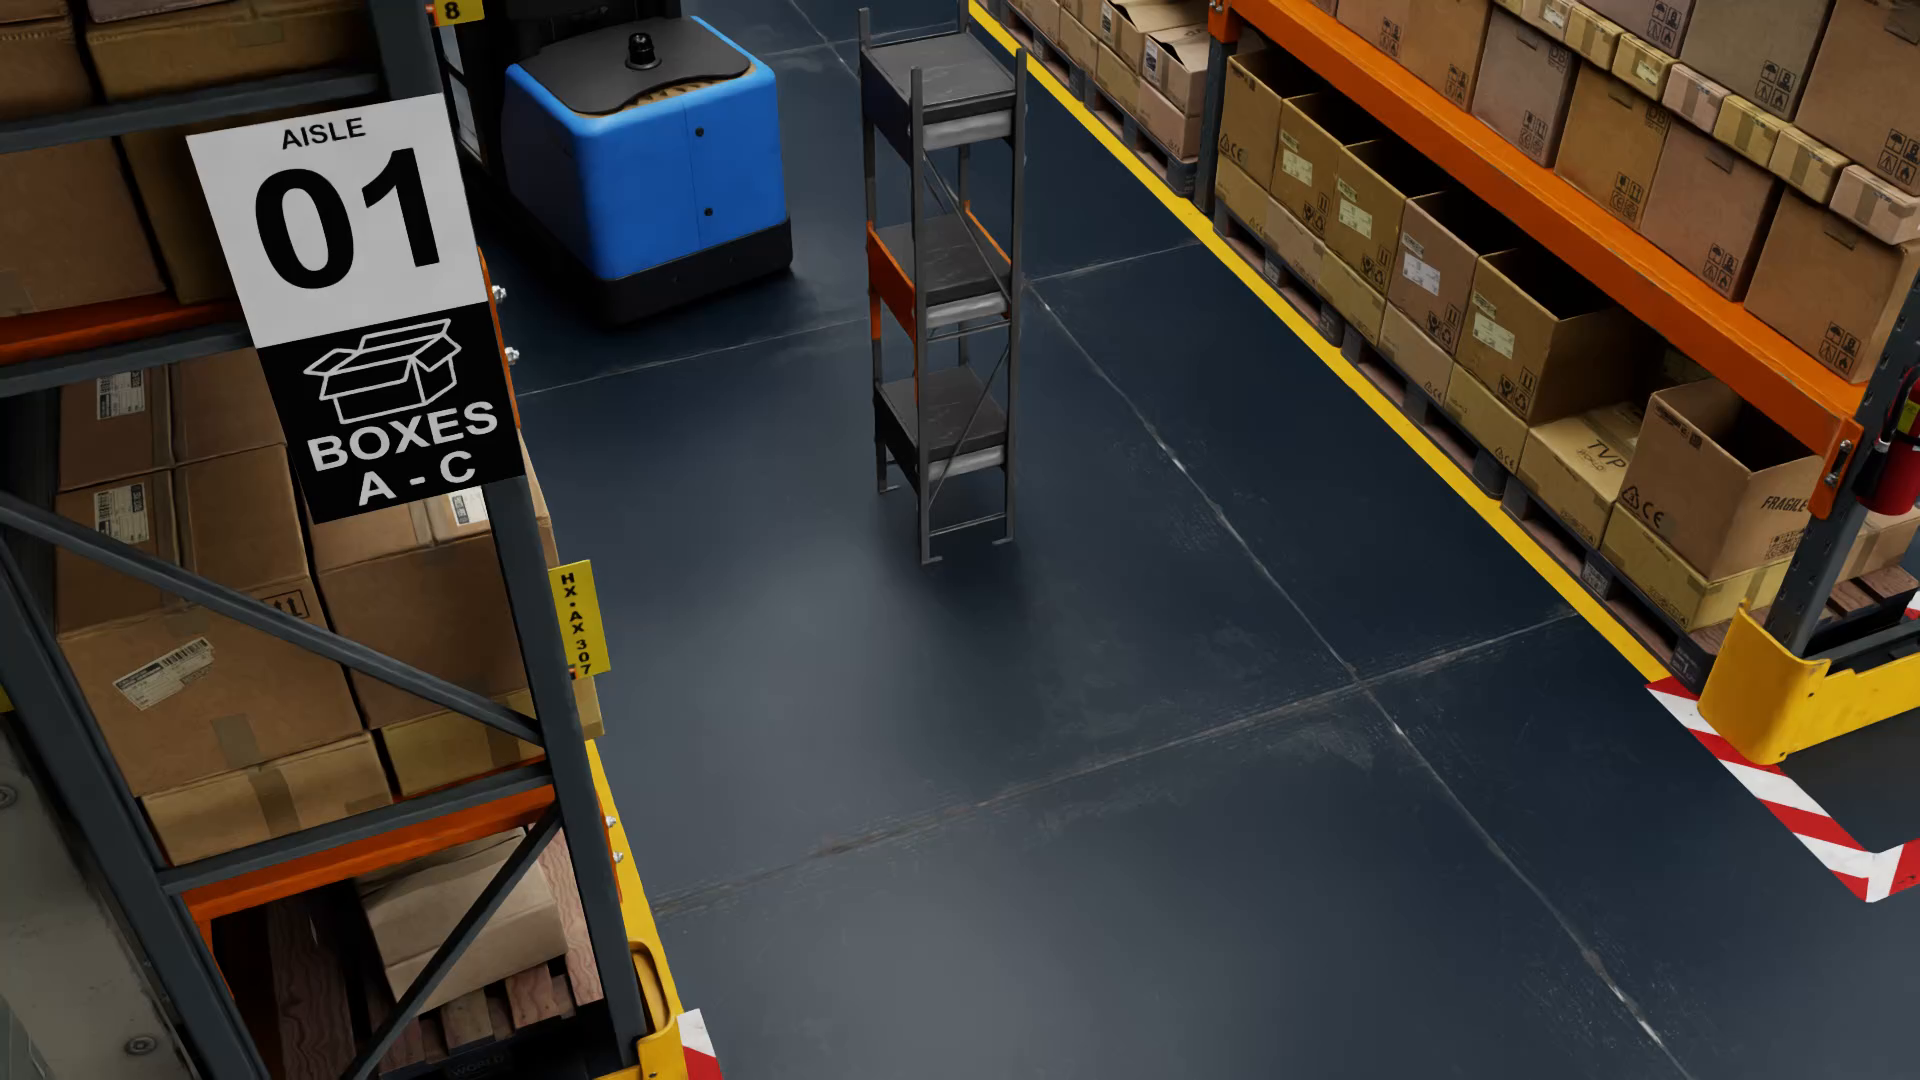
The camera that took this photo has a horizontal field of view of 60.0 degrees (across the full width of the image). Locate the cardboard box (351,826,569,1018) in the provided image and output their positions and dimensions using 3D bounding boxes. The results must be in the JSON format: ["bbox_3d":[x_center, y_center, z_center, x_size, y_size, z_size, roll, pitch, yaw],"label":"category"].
[{"bbox_3d":[-1.506,1.054,4.948,0.500,0.311,0.500,-20,45,-22],"label":"cardboard box"}]

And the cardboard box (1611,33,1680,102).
[{"bbox_3d":[2.534,-1.685,5.835,0.380,0.149,0.250,-14,43,-16],"label":"cardboard box"}]

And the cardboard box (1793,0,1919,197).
[{"bbox_3d":[3.064,-1.443,5.056,0.700,0.500,0.500,-15,43,-17],"label":"cardboard box"}]

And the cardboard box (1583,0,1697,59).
[{"bbox_3d":[2.664,-2.062,5.776,0.700,0.500,0.500,-15,43,-17],"label":"cardboard box"}]

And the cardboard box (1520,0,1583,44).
[{"bbox_3d":[2.333,-1.998,6.198,0.380,0.149,0.250,-16,43,-17],"label":"cardboard box"}]

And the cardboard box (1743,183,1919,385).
[{"bbox_3d":[3.084,-0.920,5.442,0.700,0.500,0.500,-15,43,-17],"label":"cardboard box"}]

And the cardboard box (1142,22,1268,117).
[{"bbox_3d":[1.301,-2.509,8.723,0.500,0.311,0.500,-15,43,-17],"label":"cardboard box"}]

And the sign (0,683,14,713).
[{"bbox_3d":[-1.845,0.208,3.077,0.100,0.325,0.005,-15,43,-17],"label":"sign"}]

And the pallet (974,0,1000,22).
[{"bbox_3d":[0.469,-3.854,11.069,1.003,0.211,1.213,-15,43,-17],"label":"pallet"}]

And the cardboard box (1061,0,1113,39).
[{"bbox_3d":[0.907,-3.122,9.436,0.500,0.311,0.500,-15,43,-17],"label":"cardboard box"}]

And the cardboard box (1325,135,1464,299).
[{"bbox_3d":[1.991,-1.448,7.345,0.500,0.500,0.500,-15,43,-17],"label":"cardboard box"}]

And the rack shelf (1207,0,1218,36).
[{"bbox_3d":[0.955,-3.939,9.582,1.077,0.370,4.000,-15,43,-17],"label":"rack shelf"}]

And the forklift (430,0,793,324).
[{"bbox_3d":[-2.089,-3.048,8.046,1.130,2.935,3.031,-25,46,-26],"label":"forklift"}]

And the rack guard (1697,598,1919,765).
[{"bbox_3d":[3.260,0.365,5.942,1.175,0.500,0.348,-15,43,-17],"label":"rack guard"}]

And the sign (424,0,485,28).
[{"bbox_3d":[-0.823,-0.963,2.599,0.100,0.325,0.005,-15,43,-17],"label":"sign"}]

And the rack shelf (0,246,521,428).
[{"bbox_3d":[-2.090,-1.429,4.362,1.077,0.370,4.000,-15,43,-17],"label":"rack shelf"}]

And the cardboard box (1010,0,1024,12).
[{"bbox_3d":[0.517,-3.530,10.341,0.500,0.250,0.500,-16,43,-18],"label":"cardboard box"}]

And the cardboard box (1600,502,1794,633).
[{"bbox_3d":[2.773,0.037,6.194,0.500,0.250,0.500,-15,43,-17],"label":"cardboard box"}]

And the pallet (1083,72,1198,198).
[{"bbox_3d":[1.403,-2.384,9.360,1.003,0.211,1.213,-15,43,-17],"label":"pallet"}]

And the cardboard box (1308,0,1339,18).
[{"bbox_3d":[1.896,-2.779,7.604,0.700,0.500,0.500,-16,43,-18],"label":"cardboard box"}]

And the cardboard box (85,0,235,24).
[{"bbox_3d":[-1.247,-1.214,2.701,0.500,0.500,0.500,-18,44,-20],"label":"cardboard box"}]

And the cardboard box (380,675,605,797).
[{"bbox_3d":[-1.218,0.317,4.181,0.500,0.250,0.500,-16,43,-18],"label":"cardboard box"}]

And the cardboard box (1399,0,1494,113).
[{"bbox_3d":[2.292,-2.160,6.884,0.700,0.500,0.500,-14,43,-16],"label":"cardboard box"}]

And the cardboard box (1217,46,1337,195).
[{"bbox_3d":[1.609,-2.050,8.046,0.500,0.500,0.500,-15,43,-17],"label":"cardboard box"}]

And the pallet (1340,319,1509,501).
[{"bbox_3d":[2.457,-0.724,7.430,1.003,0.211,1.213,-15,43,-17],"label":"pallet"}]

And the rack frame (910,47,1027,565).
[{"bbox_3d":[0.030,-0.749,6.010,0.400,2.100,0.015,-15,43,-17],"label":"rack frame"}]

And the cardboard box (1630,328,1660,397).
[{"bbox_3d":[2.855,-0.976,6.796,0.500,0.500,0.500,-15,43,-17],"label":"cardboard box"}]

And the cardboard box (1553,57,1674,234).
[{"bbox_3d":[2.694,-1.535,6.158,0.700,0.500,0.500,-15,43,-17],"label":"cardboard box"}]

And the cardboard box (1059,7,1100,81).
[{"bbox_3d":[0.906,-2.914,9.625,0.500,0.250,0.500,-14,43,-16],"label":"cardboard box"}]

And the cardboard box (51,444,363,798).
[{"bbox_3d":[-1.701,0.175,3.771,0.500,0.500,0.500,-16,43,-17],"label":"cardboard box"}]

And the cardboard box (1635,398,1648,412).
[{"bbox_3d":[3.057,-0.393,6.693,0.500,0.250,0.500,-15,43,-17],"label":"cardboard box"}]

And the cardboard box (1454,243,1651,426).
[{"bbox_3d":[2.375,-0.846,6.645,0.500,0.500,0.500,-15,43,-17],"label":"cardboard box"}]

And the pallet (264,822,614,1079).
[{"bbox_3d":[-1.632,1.154,5.246,1.003,0.211,1.213,-15,43,-17],"label":"pallet"}]

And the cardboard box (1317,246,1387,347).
[{"bbox_3d":[1.991,-1.164,7.589,0.500,0.250,0.500,-15,43,-17],"label":"cardboard box"}]

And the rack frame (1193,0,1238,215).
[{"bbox_3d":[1.721,-3.007,7.946,1.000,3.000,0.127,-15,43,-17],"label":"rack frame"}]

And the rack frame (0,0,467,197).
[{"bbox_3d":[-1.324,-1.634,1.748,1.000,3.000,0.127,-15,43,-17],"label":"rack frame"}]

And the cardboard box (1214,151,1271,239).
[{"bbox_3d":[1.618,-1.769,8.293,0.500,0.250,0.500,-15,43,-17],"label":"cardboard box"}]

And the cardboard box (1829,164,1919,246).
[{"bbox_3d":[2.929,-1.064,5.112,0.380,0.149,0.250,-16,43,-18],"label":"cardboard box"}]

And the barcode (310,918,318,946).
[{"bbox_3d":[-1.882,1.140,4.842,0.001,0.075,0.075,-15,43,-17],"label":"barcode"}]

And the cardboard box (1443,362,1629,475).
[{"bbox_3d":[2.377,-0.562,6.890,0.500,0.250,0.500,-15,43,-17],"label":"cardboard box"}]

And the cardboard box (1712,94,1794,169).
[{"bbox_3d":[2.729,-1.375,5.474,0.380,0.149,0.250,-16,43,-17],"label":"cardboard box"}]

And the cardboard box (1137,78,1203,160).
[{"bbox_3d":[1.294,-2.301,8.912,0.500,0.250,0.500,-16,43,-17],"label":"cardboard box"}]

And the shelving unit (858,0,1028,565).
[{"bbox_3d":[-0.063,-0.896,6.181,0.431,2.100,0.503,-15,43,-17],"label":"shelving unit"}]

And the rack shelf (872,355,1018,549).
[{"bbox_3d":[-0.063,-0.355,6.647,0.431,0.518,0.480,-15,43,-17],"label":"rack shelf"}]

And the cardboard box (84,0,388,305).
[{"bbox_3d":[-1.221,-0.806,2.994,0.500,0.500,0.500,-14,43,-16],"label":"cardboard box"}]
